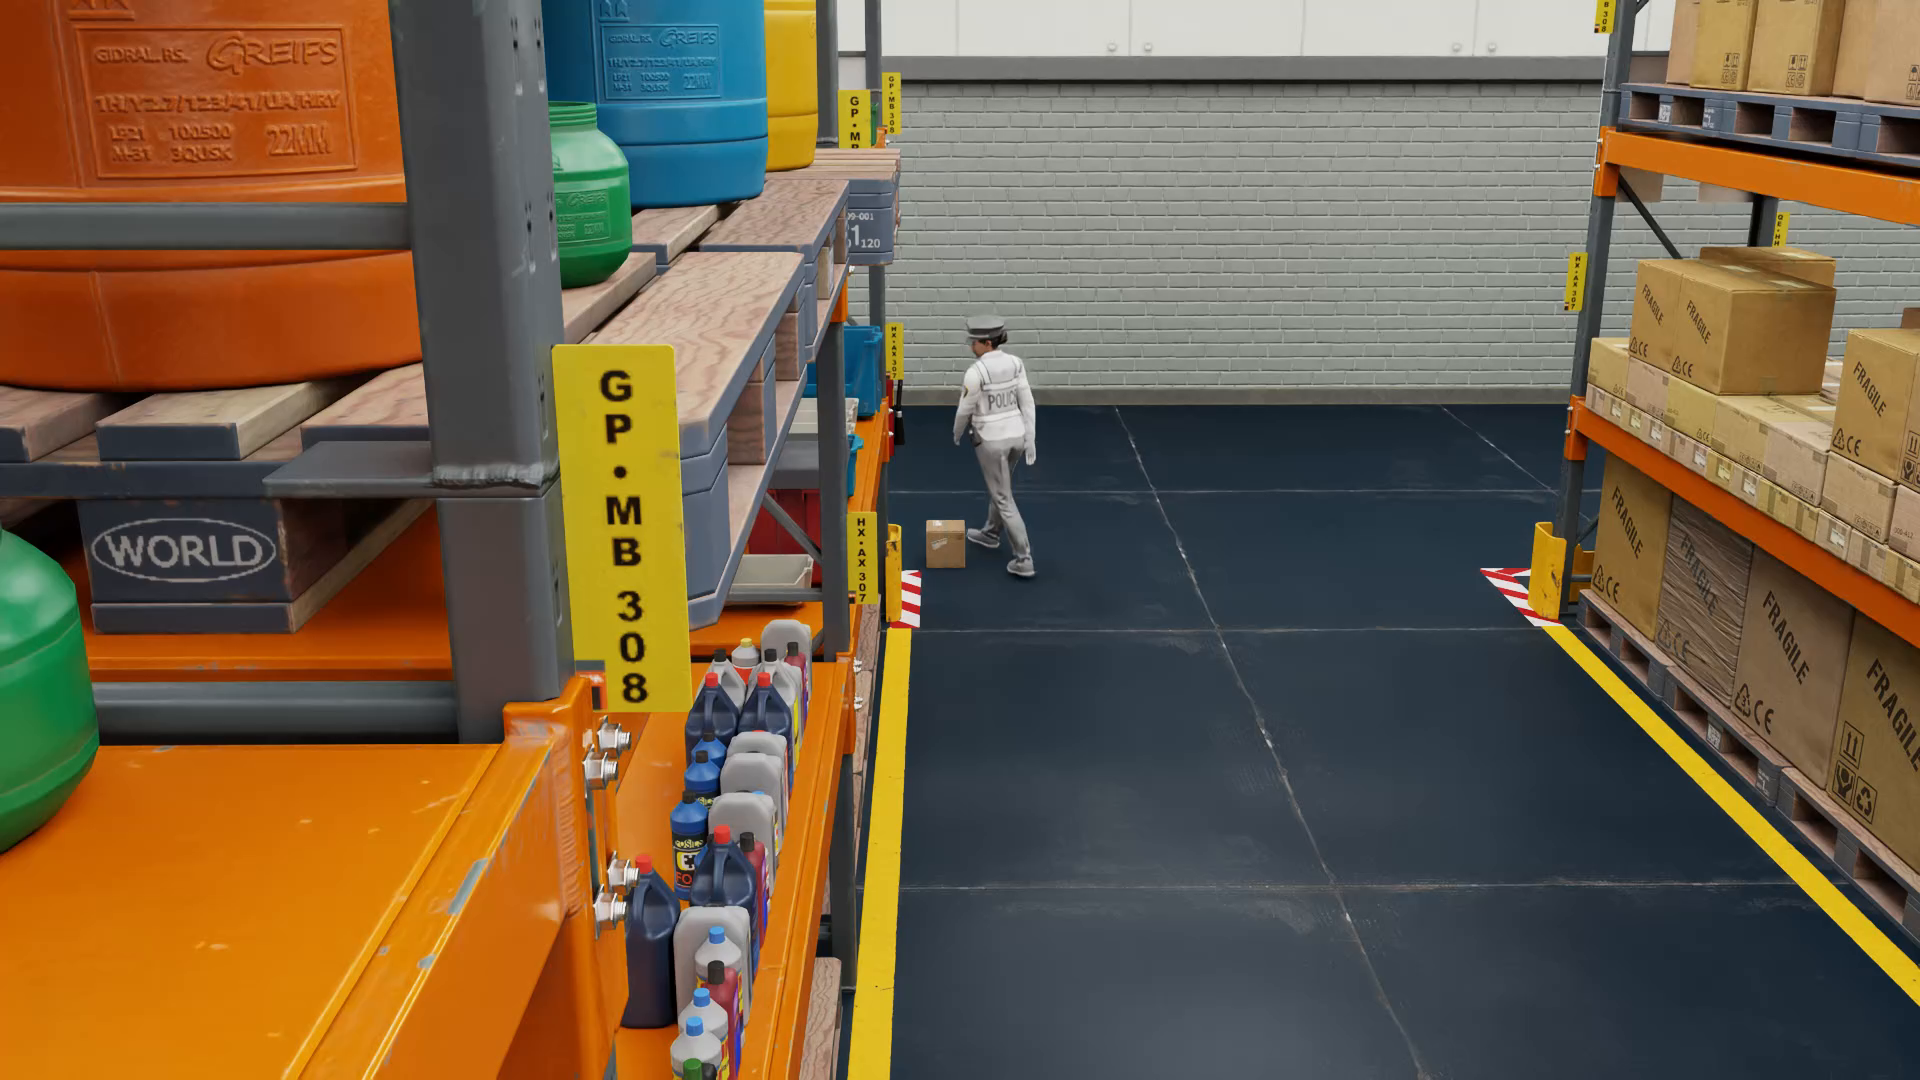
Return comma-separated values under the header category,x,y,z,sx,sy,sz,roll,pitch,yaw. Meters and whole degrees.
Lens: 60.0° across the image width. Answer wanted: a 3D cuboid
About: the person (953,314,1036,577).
category,x,y,z,sx,sy,sz,roll,pitch,yaw
person,0.196,-0.628,10.572,0.506,1.614,0.854,-15,23,-40
